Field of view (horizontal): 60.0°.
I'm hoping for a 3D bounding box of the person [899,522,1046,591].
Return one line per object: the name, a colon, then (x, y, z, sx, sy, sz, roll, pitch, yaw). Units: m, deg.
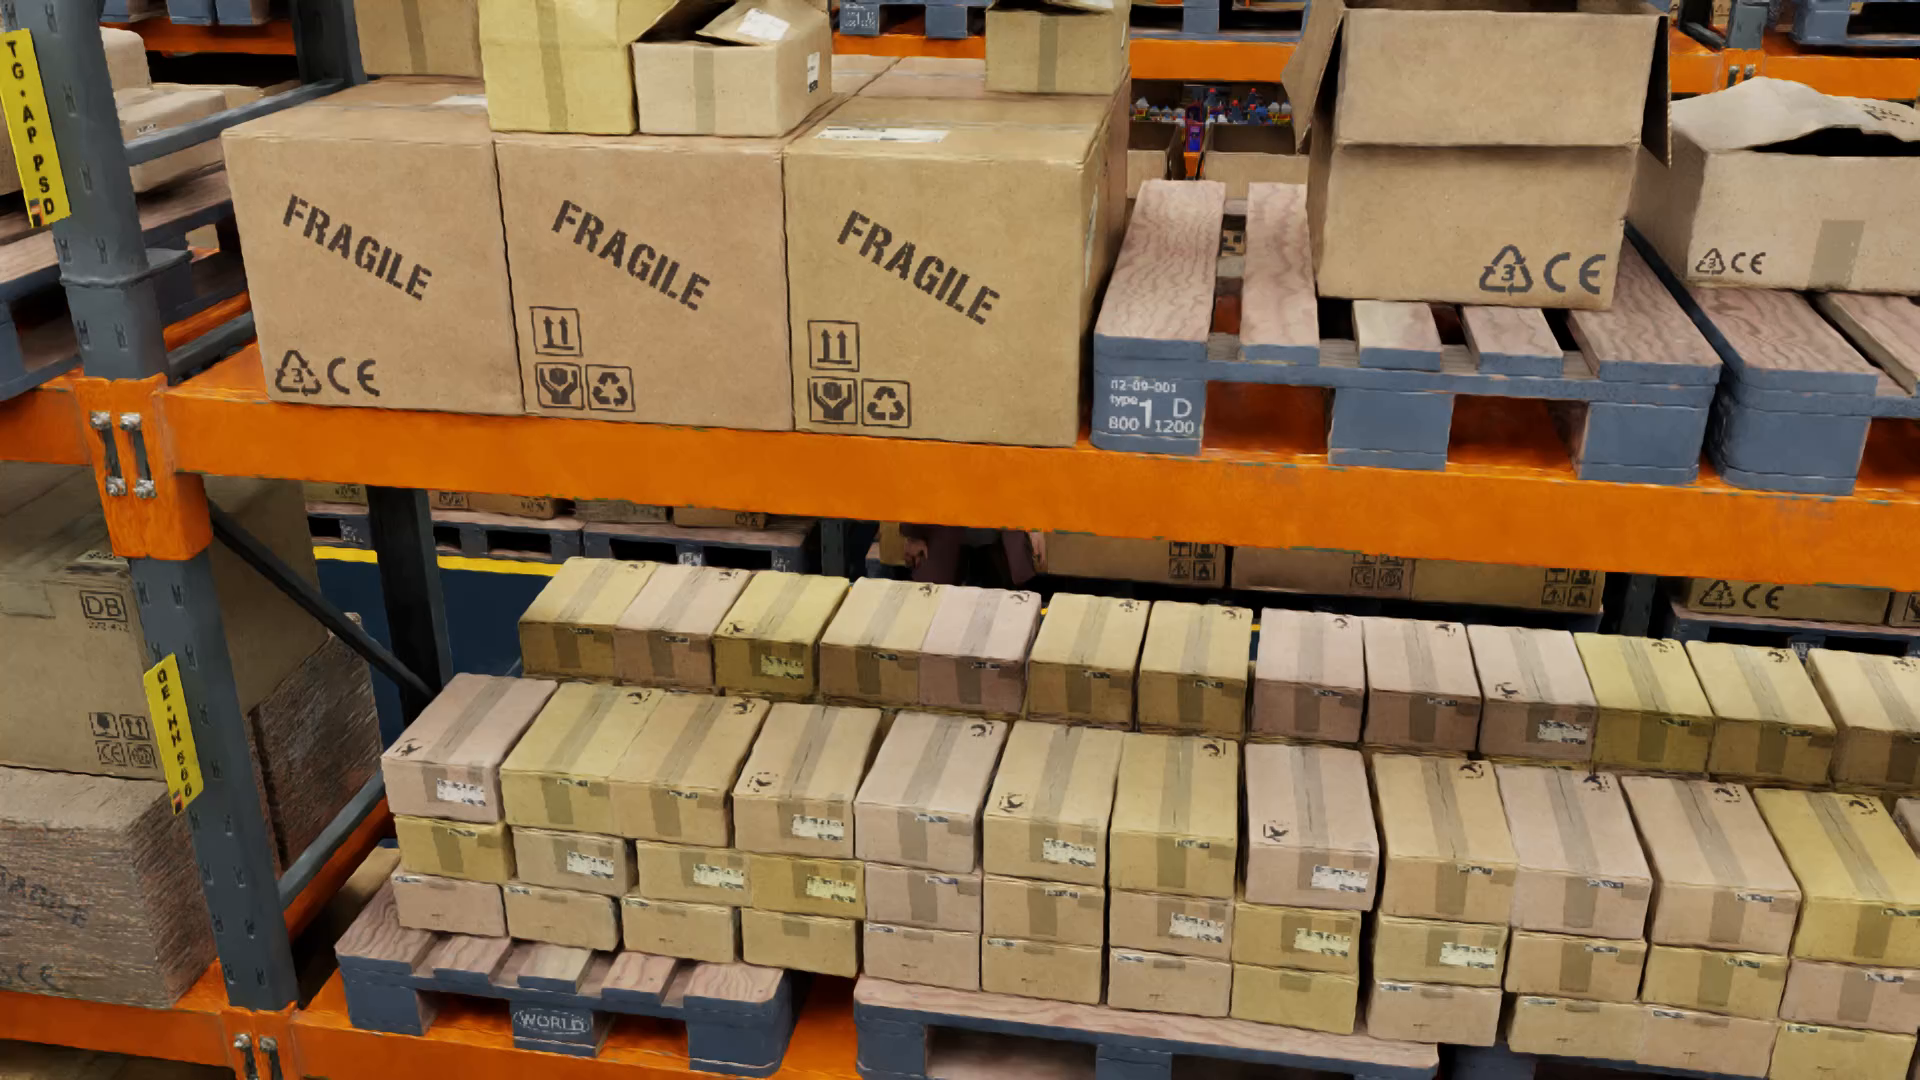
person: (0.044, 0.034, 7.252, 0.640, 1.576, 0.555, -6, 25, -13)
